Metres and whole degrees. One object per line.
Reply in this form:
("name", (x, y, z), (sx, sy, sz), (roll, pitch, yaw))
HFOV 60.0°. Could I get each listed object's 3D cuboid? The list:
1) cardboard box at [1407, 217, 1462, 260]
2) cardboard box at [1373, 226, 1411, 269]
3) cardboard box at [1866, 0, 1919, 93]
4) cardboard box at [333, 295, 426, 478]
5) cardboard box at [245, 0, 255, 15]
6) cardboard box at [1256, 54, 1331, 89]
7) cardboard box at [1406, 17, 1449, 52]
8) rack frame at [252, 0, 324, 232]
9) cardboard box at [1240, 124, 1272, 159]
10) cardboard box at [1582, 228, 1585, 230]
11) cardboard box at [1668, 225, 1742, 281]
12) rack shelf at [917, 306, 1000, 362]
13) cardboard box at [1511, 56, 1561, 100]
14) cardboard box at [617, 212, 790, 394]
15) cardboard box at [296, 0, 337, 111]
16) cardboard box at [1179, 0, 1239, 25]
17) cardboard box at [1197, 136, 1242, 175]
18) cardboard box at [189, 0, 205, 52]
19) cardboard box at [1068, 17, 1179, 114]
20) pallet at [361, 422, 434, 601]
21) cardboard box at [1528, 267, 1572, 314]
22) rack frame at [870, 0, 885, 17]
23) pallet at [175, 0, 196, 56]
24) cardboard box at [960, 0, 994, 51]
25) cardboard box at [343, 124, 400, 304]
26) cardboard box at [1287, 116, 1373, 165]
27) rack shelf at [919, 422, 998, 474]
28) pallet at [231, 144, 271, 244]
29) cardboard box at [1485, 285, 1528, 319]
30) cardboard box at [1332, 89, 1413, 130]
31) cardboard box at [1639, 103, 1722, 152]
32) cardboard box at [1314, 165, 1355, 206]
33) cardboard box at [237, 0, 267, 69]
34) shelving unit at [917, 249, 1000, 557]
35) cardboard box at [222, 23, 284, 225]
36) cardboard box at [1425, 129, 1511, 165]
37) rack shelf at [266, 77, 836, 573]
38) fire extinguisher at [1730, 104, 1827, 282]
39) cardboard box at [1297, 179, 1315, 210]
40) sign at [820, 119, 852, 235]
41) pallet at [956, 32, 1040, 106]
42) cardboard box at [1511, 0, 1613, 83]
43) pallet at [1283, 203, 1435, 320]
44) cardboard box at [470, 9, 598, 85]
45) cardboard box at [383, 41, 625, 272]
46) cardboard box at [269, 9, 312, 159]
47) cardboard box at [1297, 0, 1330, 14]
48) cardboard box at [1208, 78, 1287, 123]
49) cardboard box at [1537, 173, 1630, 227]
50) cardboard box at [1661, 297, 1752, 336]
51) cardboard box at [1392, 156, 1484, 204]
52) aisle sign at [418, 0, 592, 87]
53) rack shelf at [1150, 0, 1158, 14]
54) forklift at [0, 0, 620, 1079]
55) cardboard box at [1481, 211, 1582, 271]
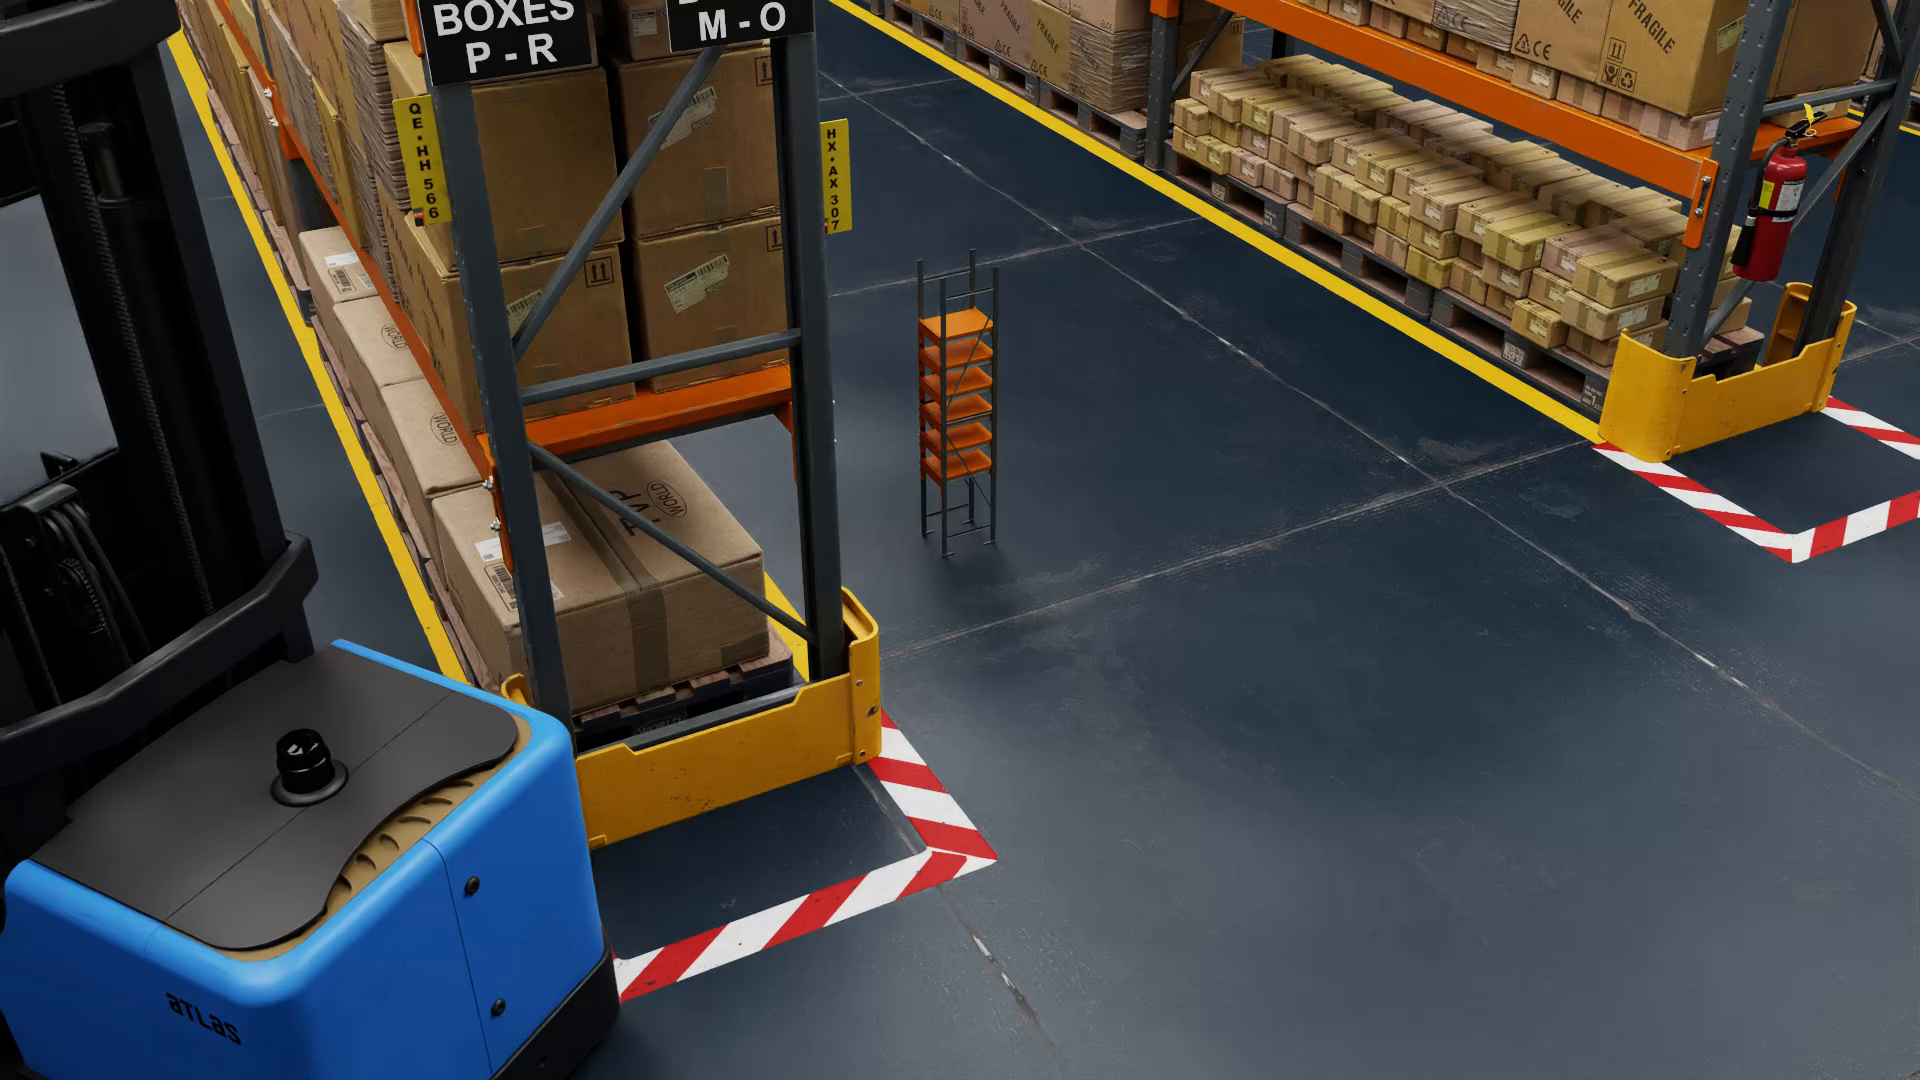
("cardboard box", (2.487, -1.552, 8.370), (0.380, 0.149, 0.250), (-15, 36, -22))
("cardboard box", (2.385, -1.555, 8.651), (0.380, 0.149, 0.250), (-15, 36, -22))
("cardboard box", (6.709, -3.405, 10.865), (0.875, 0.875, 0.875), (-16, 36, -23))
("cardboard box", (-2.099, -0.739, 7.109), (0.875, 0.438, 0.875), (-17, 36, -24))
("cardboard box", (-3.135, -2.691, 7.846), (0.500, 0.250, 0.500), (-16, 36, -23))
("cardboard box", (2.014, -2.811, 10.059), (0.380, 0.149, 0.250), (-15, 36, -22))
("cardboard box", (2.419, -2.517, 8.132), (0.380, 0.149, 0.250), (-15, 36, -22))
("rack frame", (-2.715, -2.395, 7.707), (1.000, 3.000, 0.127), (-16, 36, -23))
("cardboard box", (1.846, -2.331, 9.585), (0.380, 0.149, 0.250), (-16, 36, -23))
("cardboard box", (3.195, -1.435, 8.187), (0.380, 0.149, 0.250), (-15, 36, -23))
("cardboard box", (3.539, -1.342, 7.765), (0.380, 0.149, 0.250), (-18, 37, -25))
("rack shelf", (-0.007, -0.778, 6.267), (0.258, 0.103, 0.180), (-16, 36, -23))
("cardboard box", (2.728, -2.118, 7.508), (0.380, 0.149, 0.250), (-15, 36, -22))
("cardboard box", (-0.819, -0.829, 5.171), (0.500, 0.500, 0.500), (-16, 36, -23))
("cardboard box", (-2.015, -1.839, 5.820), (0.500, 0.500, 0.500), (-16, 36, -23))
("cardboard box", (1.507, -3.547, 10.739), (0.500, 0.250, 0.500), (-18, 37, -25))
("cardboard box", (1.627, -2.283, 9.786), (0.380, 0.149, 0.250), (-15, 35, -22))
("cardboard box", (-4.834, -3.646, 11.707), (0.950, 0.372, 0.625), (-18, 37, -26))
("cardboard box", (1.049, -3.102, 10.740), (0.500, 0.500, 0.500), (-17, 36, -24))
("pallet", (-1.856, -0.255, 6.953), (1.003, 0.211, 1.213), (-16, 36, -23))
("cardboard box", (2.910, -1.199, 7.819), (0.380, 0.149, 0.250), (-17, 36, -24))
("rack frame", (-0.248, -5.597, 12.706), (1.000, 3.000, 0.127), (-16, 36, -23))
("pallet", (-5.507, -4.084, 12.930), (1.003, 0.211, 1.213), (-16, 36, -23))
("cardboard box", (0.337, -3.837, 11.886), (0.500, 0.500, 0.500), (-17, 36, -24))
("cardboard box", (-1.778, -1.178, 5.715), (0.500, 0.500, 0.500), (-15, 36, -22))
("cardboard box", (2.020, -2.183, 9.079), (0.380, 0.149, 0.250), (-15, 36, -22))
("rack shelf", (-0.007, -0.374, 6.526), (0.258, 0.103, 0.180), (-16, 36, -23))
("pallet", (-3.714, -2.153, 9.915), (1.003, 0.211, 1.213), (-16, 36, -23))
("cardboard box", (2.796, -1.199, 8.095), (0.380, 0.149, 0.250), (-16, 36, -23))
("cardboard box", (2.342, -2.438, 9.477), (0.380, 0.149, 0.250), (-15, 35, -22))
("cardboard box", (3.080, -1.758, 6.946), (0.380, 0.149, 0.250), (-16, 36, -23))
("cardboard box", (2.139, -1.928, 8.956), (0.380, 0.149, 0.250), (-16, 36, -23))
("cardboard box", (-3.147, -2.482, 7.983), (0.500, 0.250, 0.500), (-17, 36, -24))
("shelving unit", (-0.007, -0.512, 6.437), (0.258, 1.200, 0.189), (-16, 36, -23))
("cardboard box", (-3.502, -2.382, 9.268), (0.875, 0.875, 0.875), (-15, 36, -22))
("cardboard box", (2.706, -2.061, 8.888), (0.380, 0.149, 0.250), (-16, 36, -23))
("rack shelf", (-1.782, -1.138, 6.412), (1.077, 0.370, 4.000), (-16, 36, -23))
("fire extinguisher", (3.192, -1.353, 6.499), (0.296, 0.674, 0.183), (-16, 36, -23))
("cardboard box", (2.108, -1.949, 9.265), (0.380, 0.149, 0.250), (-17, 37, -25))
("sign", (-0.356, -1.021, 4.686), (0.100, 0.325, 0.005), (-16, 36, -23))
("pallet", (0.680, -3.468, 11.968), (1.003, 0.211, 1.213), (-16, 36, -23))
("cardboard box", (2.810, -2.343, 7.259), (0.500, 0.500, 0.500), (-16, 36, -24))
("pallet", (2.535, -1.619, 9.082), (1.003, 0.211, 1.213), (-16, 36, -23))
("cardboard box", (-1.194, -1.343, 4.445), (0.380, 0.149, 0.250), (-15, 36, -22))
("cardboard box", (-1.285, -1.119, 4.697), (0.500, 0.500, 0.500), (-15, 35, -22))
("cardboard box", (-2.496, -1.906, 6.852), (0.500, 0.500, 0.500), (-16, 36, -23))
("cardboard box", (1.998, -2.878, 8.695), (0.380, 0.149, 0.250), (-15, 36, -22))
("cardboard box", (1.671, -2.552, 9.655), (0.380, 0.149, 0.250), (-14, 35, -21))
("cardboard box", (3.111, -1.693, 8.314), (0.380, 0.149, 0.250), (-18, 37, -25))
("cardboard box", (3.521, -1.086, 7.918), (0.380, 0.149, 0.250), (-15, 36, -22))
("cardboard box", (2.448, -1.828, 8.525), (0.380, 0.149, 0.250), (-17, 36, -25))
("aisle sign", (-1.090, -1.468, 3.851), (0.394, 0.787, 0.004), (-16, 36, -23))
("rack shelf", (0.685, -4.340, 11.410), (1.077, 0.370, 4.000), (-16, 36, -23))
("forklift", (-2.487, -0.022, 4.067), (3.031, 2.935, 1.130), (16, 36, 23))
("cardboard box", (2.712, -1.421, 7.889), (0.380, 0.149, 0.250), (-17, 36, -24))
